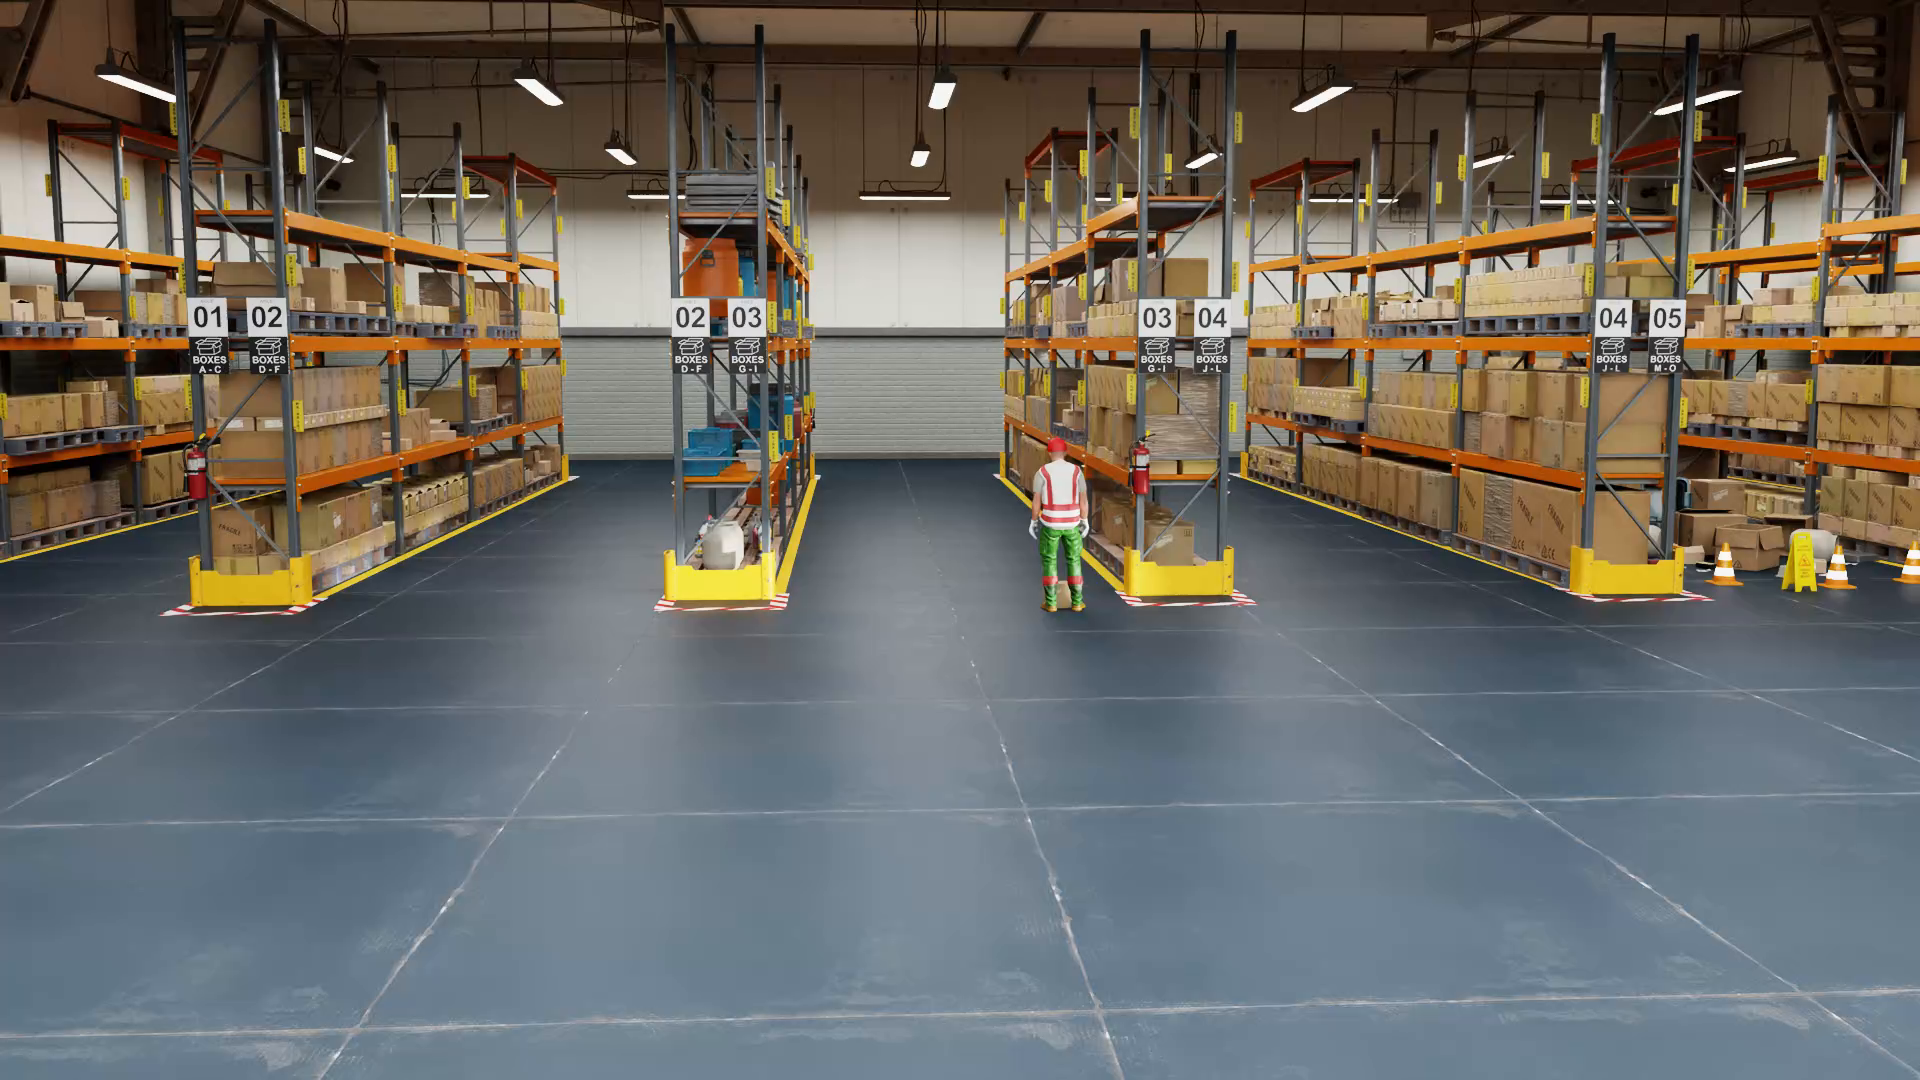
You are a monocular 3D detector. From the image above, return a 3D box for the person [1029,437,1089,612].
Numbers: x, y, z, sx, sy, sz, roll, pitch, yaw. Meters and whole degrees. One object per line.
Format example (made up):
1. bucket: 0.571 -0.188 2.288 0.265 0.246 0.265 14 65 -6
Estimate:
1. person: 1.020 -0.163 17.047 0.623 1.780 0.449 -1 7 -6
